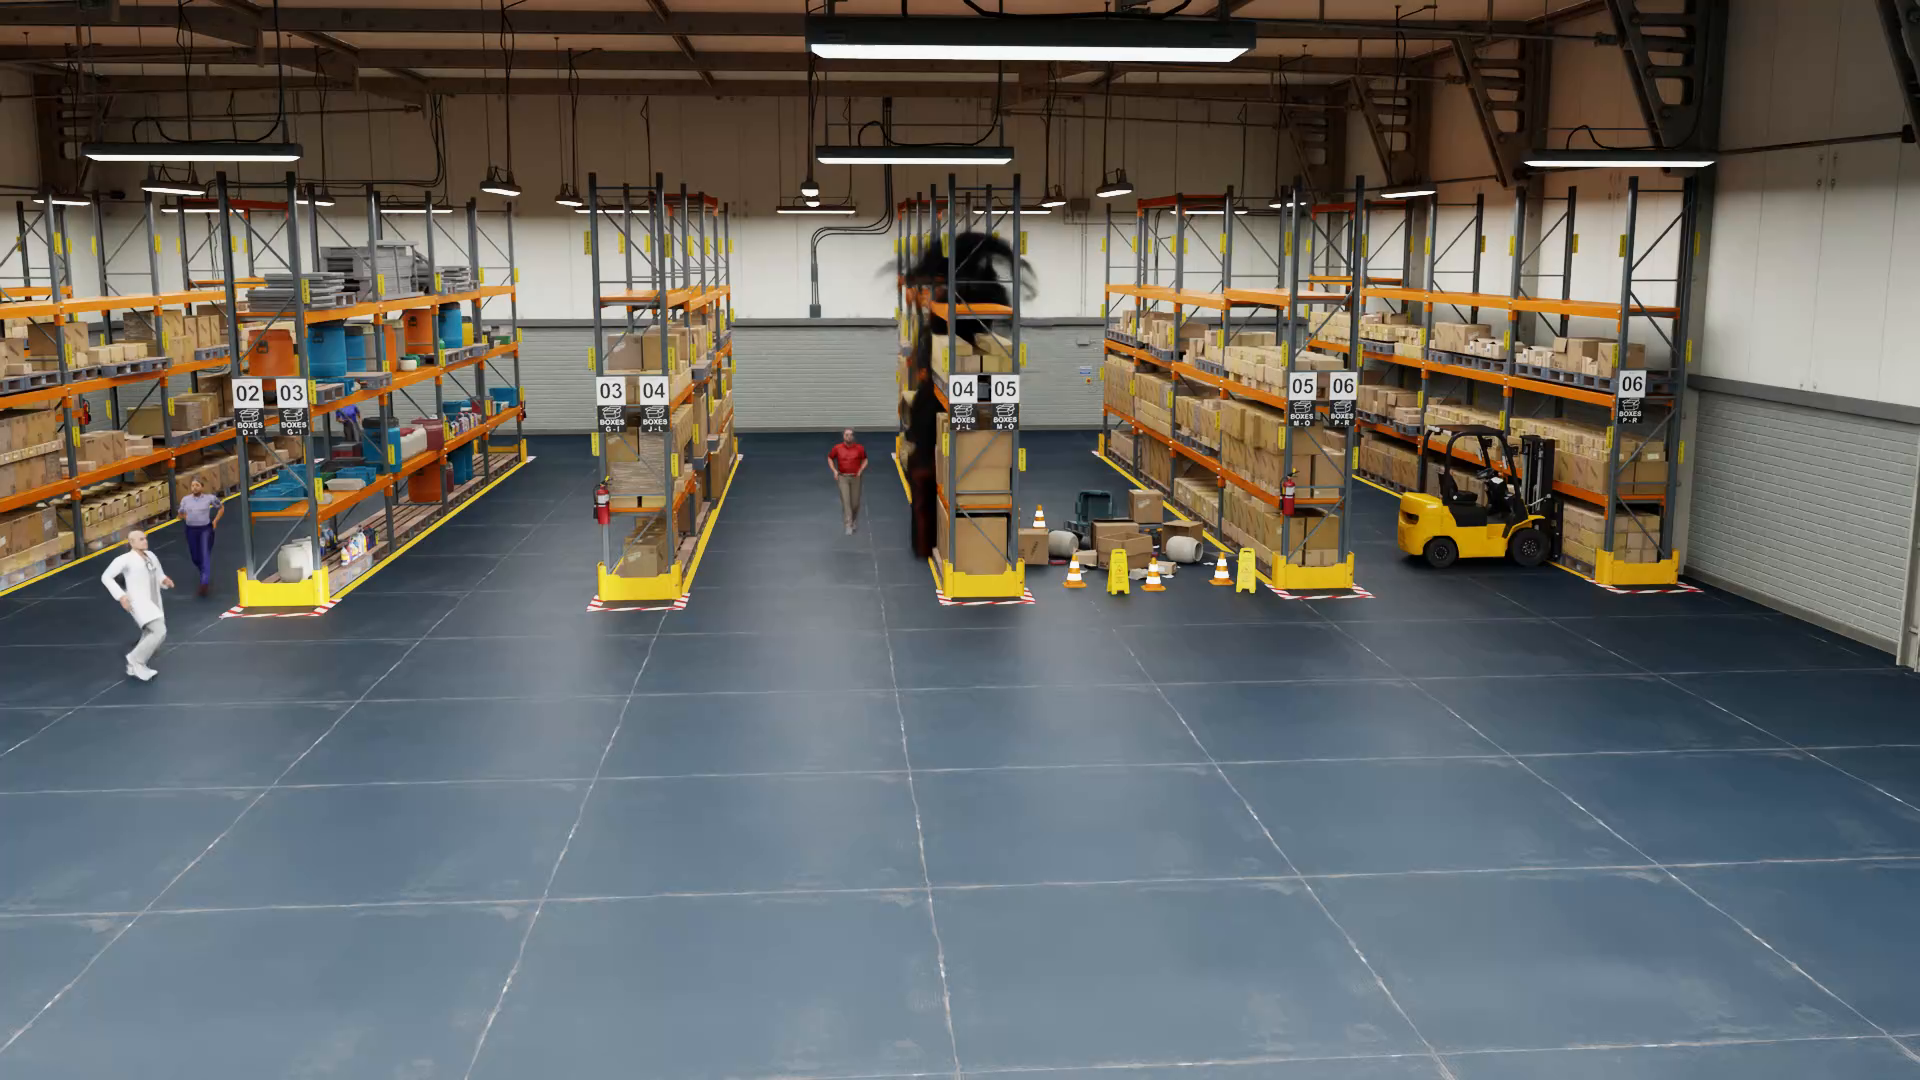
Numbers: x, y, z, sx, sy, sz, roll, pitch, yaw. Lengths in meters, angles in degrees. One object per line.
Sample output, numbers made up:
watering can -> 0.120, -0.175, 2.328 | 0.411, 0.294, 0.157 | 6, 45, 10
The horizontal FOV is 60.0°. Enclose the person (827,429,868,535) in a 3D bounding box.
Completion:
person -> -1.861, -0.976, 27.739 | 0.671, 1.758, 0.703 | -2, 10, -11

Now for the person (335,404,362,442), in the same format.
person -> -14.174, -2.559, 38.594 | 0.606, 1.623, 0.861 | -6, 12, -31

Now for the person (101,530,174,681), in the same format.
person -> -9.441, 0.758, 19.301 | 0.709, 1.748, 0.677 | 2, 10, 11

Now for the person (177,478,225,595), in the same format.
person -> -11.111, -0.086, 24.318 | 0.609, 1.639, 0.908 | -1, 10, -8
